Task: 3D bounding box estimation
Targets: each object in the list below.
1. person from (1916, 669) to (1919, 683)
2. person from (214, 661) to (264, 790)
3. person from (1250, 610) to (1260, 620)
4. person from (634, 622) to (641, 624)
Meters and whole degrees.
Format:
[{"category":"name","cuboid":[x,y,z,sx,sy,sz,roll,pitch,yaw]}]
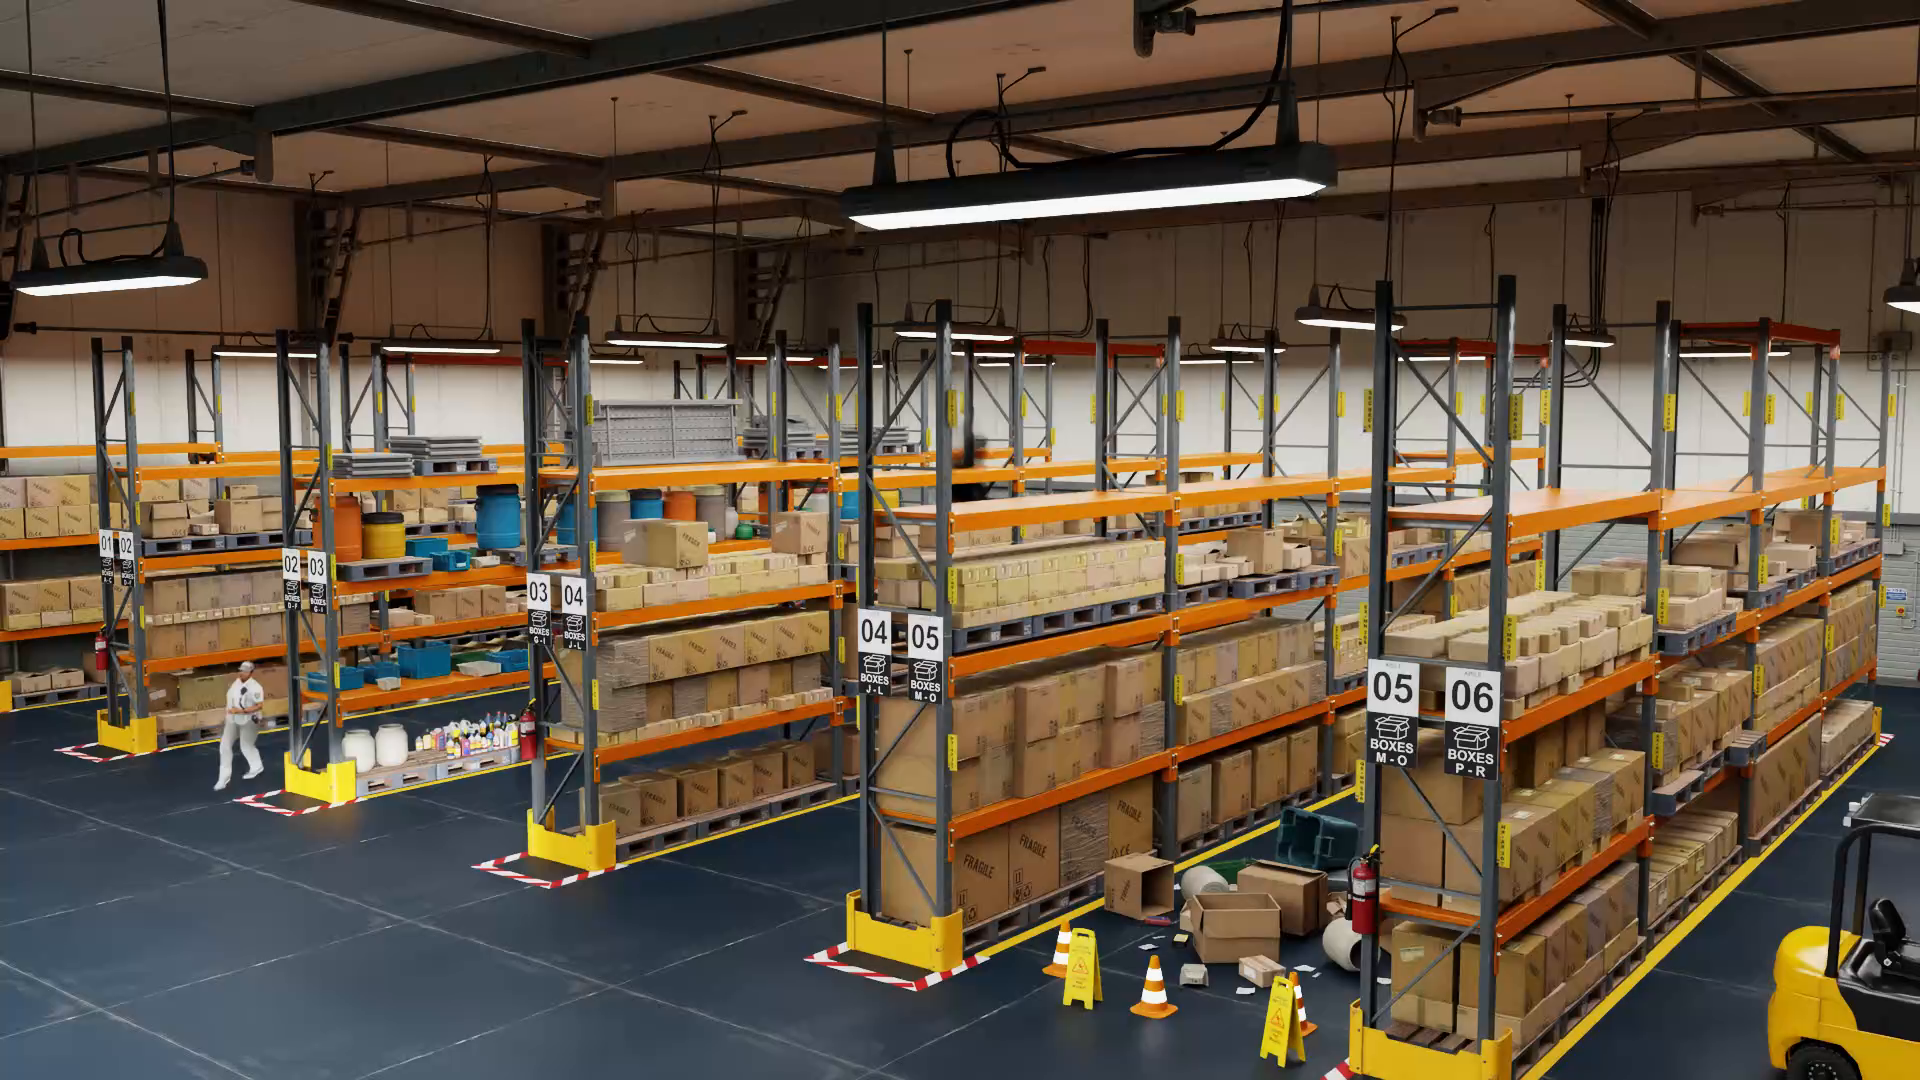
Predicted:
[{"category":"person","cuboid":[13.879,2.268,23.465,0.689,1.701,0.885,3,6,30]},{"category":"person","cuboid":[-9.448,2.438,22.040,0.588,1.694,0.766,1,5,16]},{"category":"person","cuboid":[4.332,1.902,24.419,0.730,1.807,1.072,4,7,40]},{"category":"person","cuboid":[-5.516,1.913,27.828,0.607,1.650,0.559,3,6,28]}]
